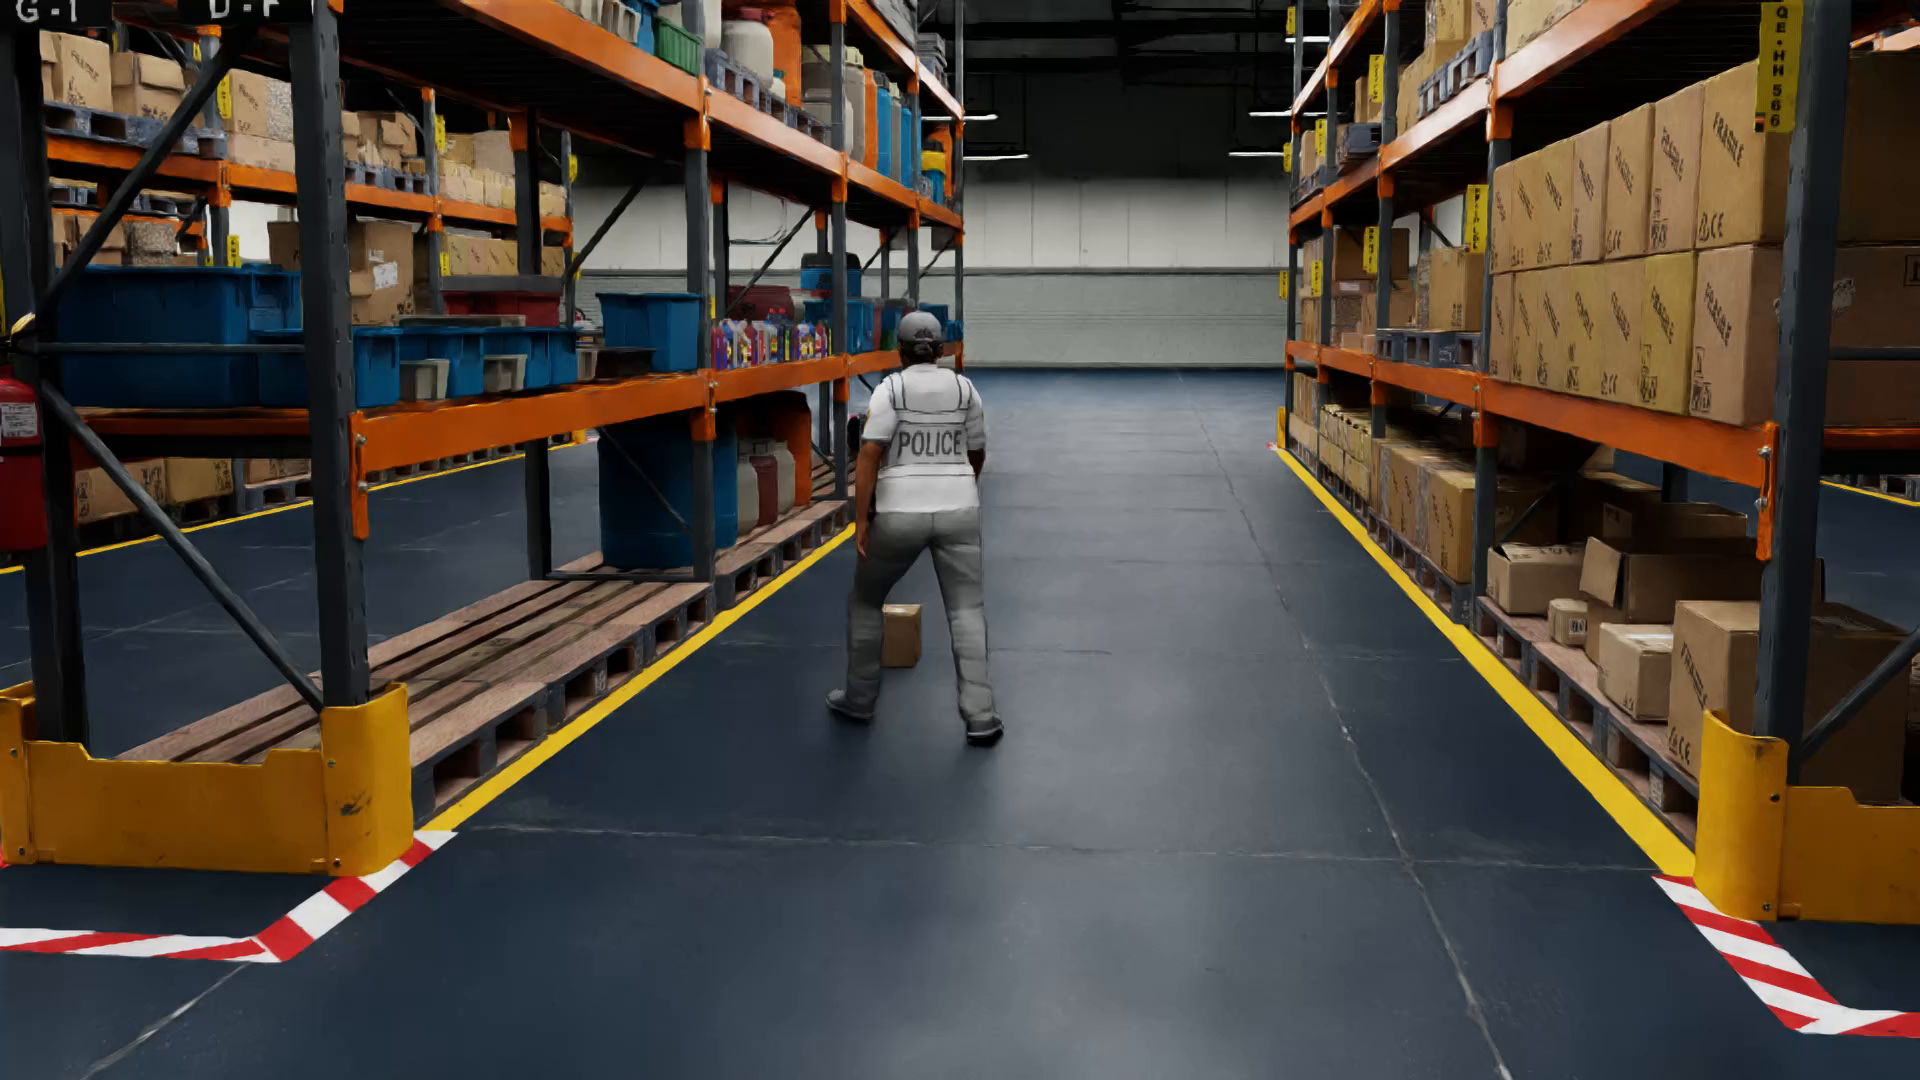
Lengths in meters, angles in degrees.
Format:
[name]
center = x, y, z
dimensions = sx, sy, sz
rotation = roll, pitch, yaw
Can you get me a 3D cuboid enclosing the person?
[person]
center = -0.172, -0.078, 6.459
dimensions = 0.612, 1.615, 0.751
rotation = -2, 8, -15
